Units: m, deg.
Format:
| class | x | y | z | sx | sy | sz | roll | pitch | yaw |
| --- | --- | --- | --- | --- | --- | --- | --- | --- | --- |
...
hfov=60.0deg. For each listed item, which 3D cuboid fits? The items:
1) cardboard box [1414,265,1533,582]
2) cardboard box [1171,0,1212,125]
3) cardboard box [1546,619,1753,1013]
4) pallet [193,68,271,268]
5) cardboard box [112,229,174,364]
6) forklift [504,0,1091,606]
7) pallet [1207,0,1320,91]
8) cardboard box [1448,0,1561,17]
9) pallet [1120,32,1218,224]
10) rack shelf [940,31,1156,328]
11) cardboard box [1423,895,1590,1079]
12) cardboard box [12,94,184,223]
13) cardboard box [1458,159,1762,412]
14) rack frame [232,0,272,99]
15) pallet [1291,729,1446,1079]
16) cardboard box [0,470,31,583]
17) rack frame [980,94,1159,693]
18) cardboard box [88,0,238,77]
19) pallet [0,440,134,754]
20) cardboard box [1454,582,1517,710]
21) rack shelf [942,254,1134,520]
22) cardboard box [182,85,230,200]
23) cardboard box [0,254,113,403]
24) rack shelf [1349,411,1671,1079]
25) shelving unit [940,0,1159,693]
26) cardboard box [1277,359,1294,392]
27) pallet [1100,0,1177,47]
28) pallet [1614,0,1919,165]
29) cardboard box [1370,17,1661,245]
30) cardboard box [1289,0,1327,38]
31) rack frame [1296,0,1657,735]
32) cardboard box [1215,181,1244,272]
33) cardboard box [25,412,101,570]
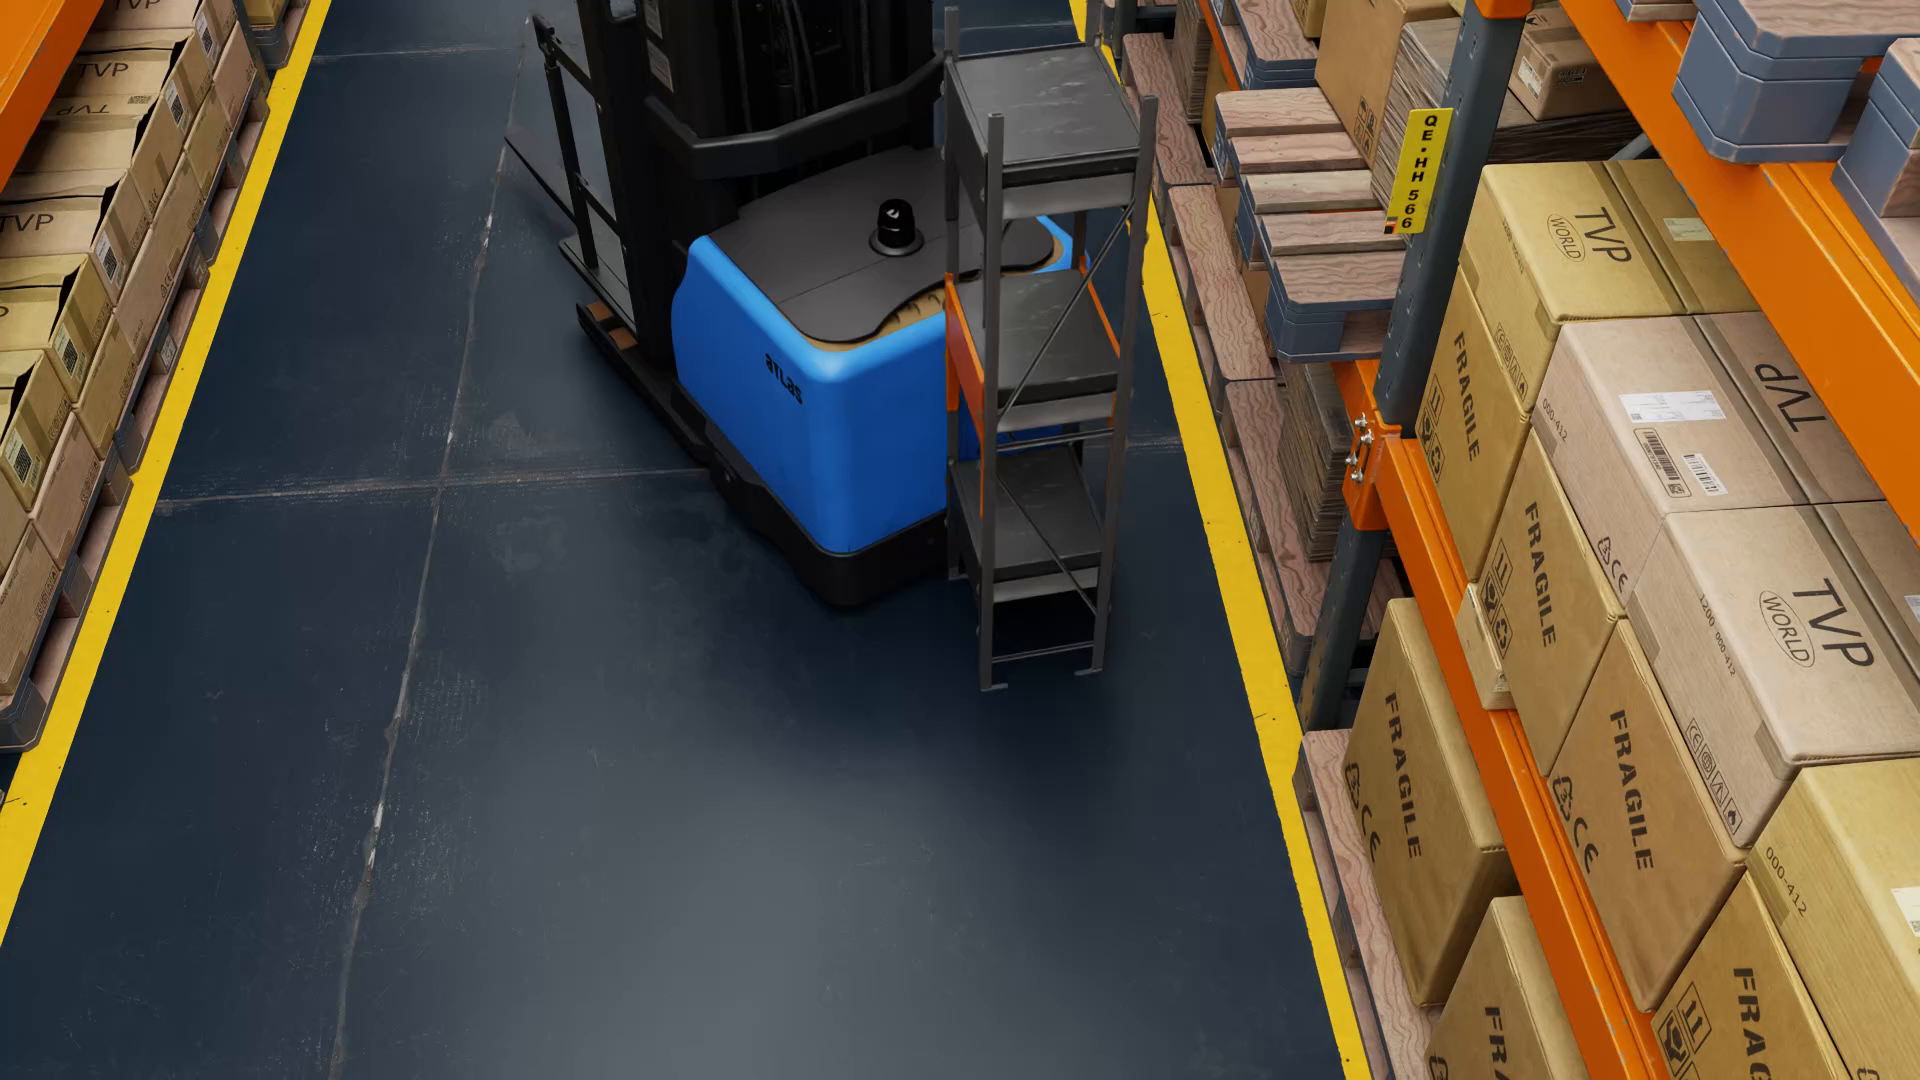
| class | x | y | z | sx | sy | sz | roll | pitch | yaw |
| --- | --- | --- | --- | --- | --- | --- | --- | --- | --- |
| cardboard box | 1.351 | -0.266 | 3.648 | 0.500 | 0.500 | 0.500 | -2 | 47 | -2 |
| cardboard box | 1.308 | -2.143 | 7.133 | 0.700 | 0.500 | 0.500 | -2 | 47 | -2 |
| cardboard box | 1.426 | 0.473 | 2.949 | 0.500 | 0.500 | 0.500 | -4 | 47 | -3 |
| pallet | -3.605 | -1.590 | 7.110 | 1.003 | 0.211 | 1.213 | -3 | 47 | -3 |
| cardboard box | -3.257 | -0.891 | 6.133 | 0.500 | 0.250 | 0.500 | -3 | 47 | -2 |
| forklift | -0.822 | -1.834 | 5.468 | 1.130 | 2.935 | 3.031 | -26 | 52 | -23 |
| pallet | 1.359 | -1.853 | 5.571 | 1.003 | 0.211 | 1.213 | -3 | 47 | -3 |
| cardboard box | 1.465 | -1.378 | 4.170 | 0.380 | 0.149 | 0.250 | -11 | 47 | -10 |
| pallet | 1.297 | -1.861 | 7.367 | 1.003 | 0.211 | 1.213 | -3 | 47 | -3 |
| rack shelf | 0.209 | -0.916 | 4.226 | 0.431 | 0.518 | 0.480 | -9 | 47 | -8 |
| cardboard box | 1.563 | 1.280 | 3.663 | 0.750 | 0.750 | 0.750 | -4 | 47 | -3 |
| cardboard box | -3.297 | -1.458 | 6.284 | 0.500 | 0.311 | 0.500 | -4 | 47 | -3 |
| cardboard box | 1.349 | -0.526 | 3.378 | 0.500 | 0.250 | 0.500 | -2 | 47 | -2 |
| rack frame | -3.706 | -3.079 | 6.601 | 1.000 | 3.000 | 0.127 | -3 | 47 | -3 |
| pallet | 1.556 | 1.045 | 4.615 | 1.003 | 0.211 | 1.213 | -3 | 47 | -3 |
| cardboard box | -3.122 | 0.026 | 4.878 | 0.500 | 0.311 | 0.500 | -2 | 47 | -2 |
| rack frame | 0.260 | -0.271 | 4.560 | 0.400 | 2.100 | 0.015 | -9 | 47 | -8 |
| cardboard box | -3.386 | -2.196 | 6.982 | 0.500 | 0.311 | 0.500 | -3 | 47 | -3 |
| pallet | -3.401 | 0.175 | 5.438 | 1.003 | 0.211 | 1.213 | -3 | 47 | -3 |
| cardboard box | 1.312 | 0.223 | 3.632 | 0.380 | 0.149 | 0.250 | -2 | 47 | -2 |
| rack shelf | 0.209 | -0.435 | 4.734 | 0.431 | 0.518 | 0.480 | -9 | 47 | -8 |
| cardboard box | -3.342 | -1.630 | 6.832 | 0.500 | 0.250 | 0.500 | -4 | 47 | -4 |
| cardboard box | -3.215 | -0.723 | 5.587 | 0.500 | 0.311 | 0.500 | -5 | 47 | -4 |
| rack shelf | 1.733 | 1.205 | 3.038 | 1.077 | 0.370 | 4.000 | -3 | 47 | -3 |
| shelving unit | 0.209 | -0.444 | 4.724 | 0.431 | 2.100 | 0.503 | -9 | 47 | -8 |
| cardboard box | 1.526 | -0.678 | 5.745 | 0.700 | 0.500 | 0.500 | -4 | 47 | -3 |
| pallet | 1.139 | -2.908 | 8.359 | 1.003 | 0.211 | 1.213 | -3 | 47 | -3 |
| pallet | 1.672 | -0.993 | 2.689 | 1.213 | 0.211 | 1.003 | -2 | 47 | -1 |
| cardboard box | 1.516 | -1.014 | 4.273 | 0.700 | 0.500 | 0.500 | -8 | 47 | -8 |
| cardboard box | 1.389 | -1.914 | 5.125 | 0.700 | 0.500 | 0.500 | -3 | 47 | -3 |
| rack frame | 1.565 | -0.489 | 4.147 | 1.000 | 3.000 | 0.127 | -3 | 47 | -3 |
| cardboard box | 1.404 | -1.401 | 6.430 | 0.700 | 0.500 | 0.500 | -3 | 47 | -3 |
| cardboard box | -3.165 | -0.145 | 5.426 | 0.500 | 0.250 | 0.500 | -5 | 47 | -4 |
